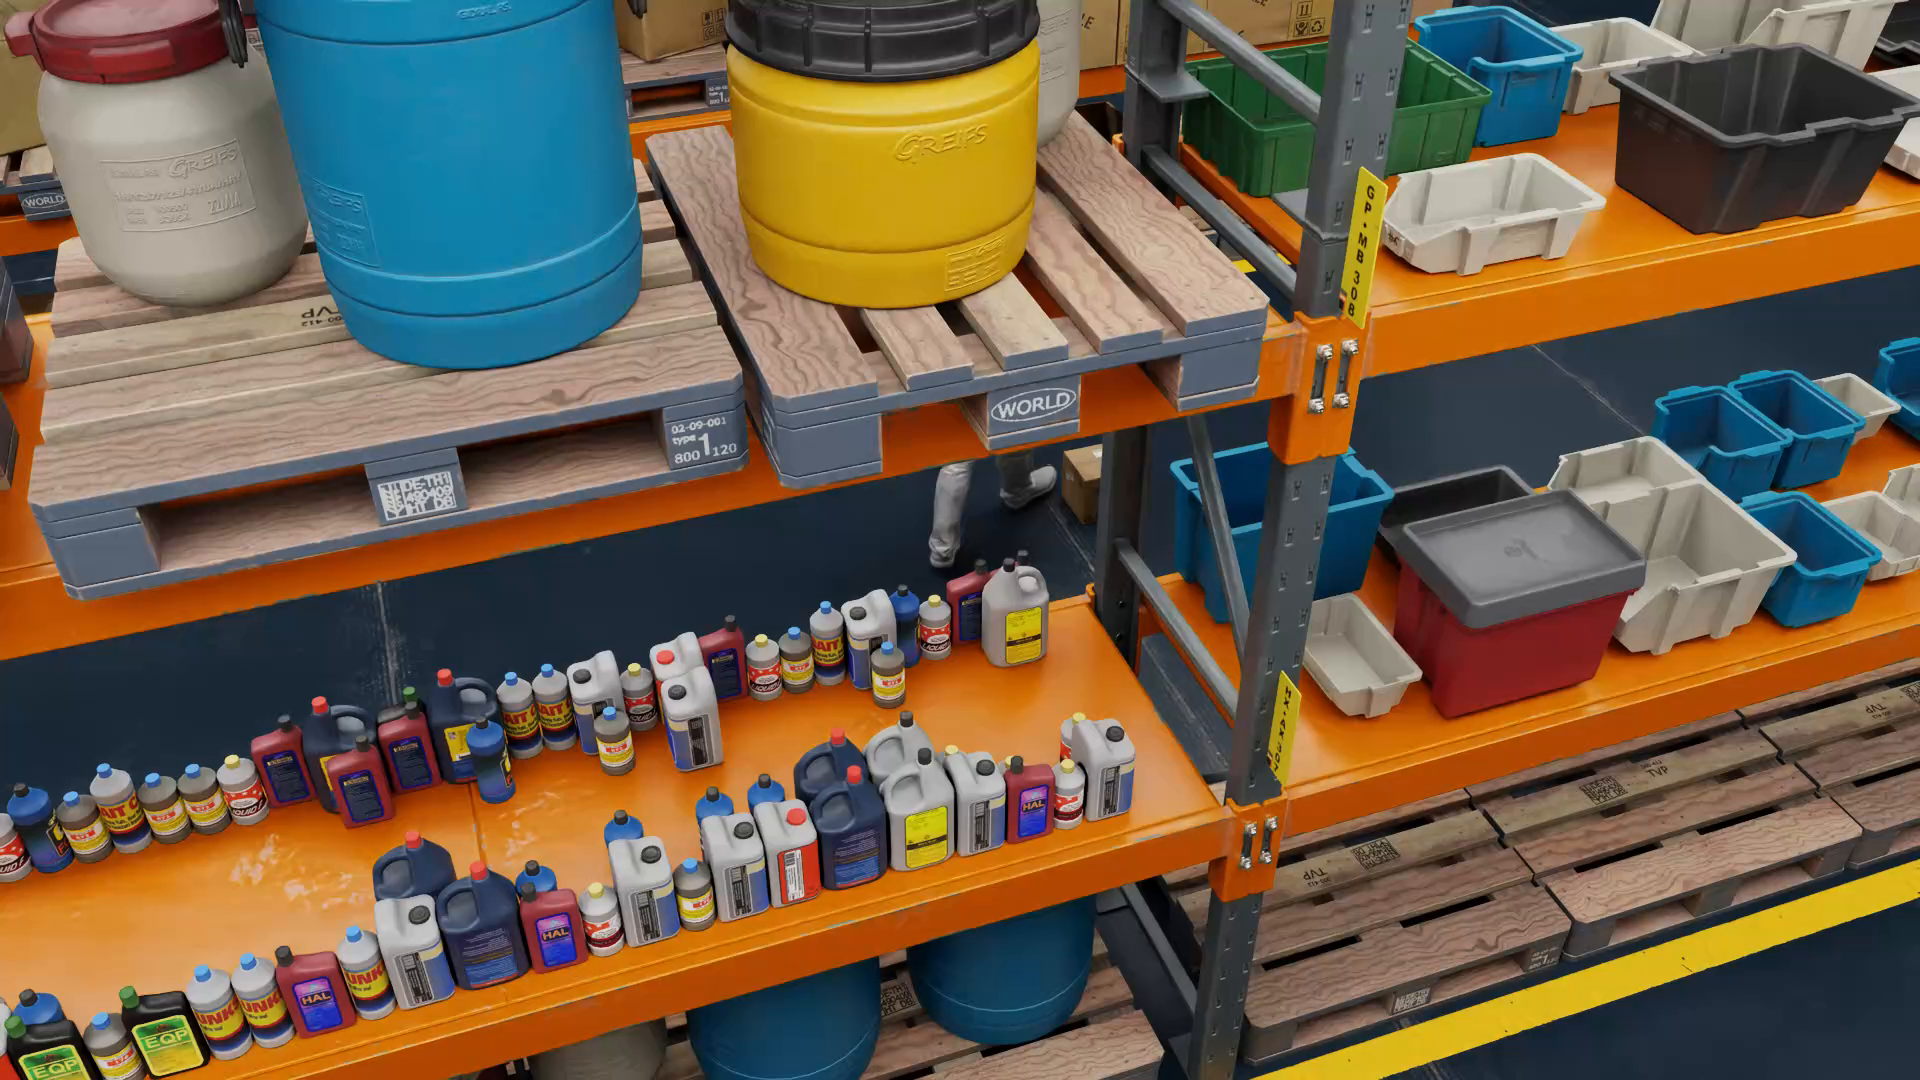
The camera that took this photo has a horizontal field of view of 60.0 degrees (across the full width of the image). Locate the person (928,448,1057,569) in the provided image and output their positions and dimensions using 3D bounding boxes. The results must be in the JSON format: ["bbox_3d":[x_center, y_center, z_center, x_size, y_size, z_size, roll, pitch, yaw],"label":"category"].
[{"bbox_3d":[0.130,-0.756,7.117,0.666,1.742,0.908,21,42,25],"label":"person"}]
